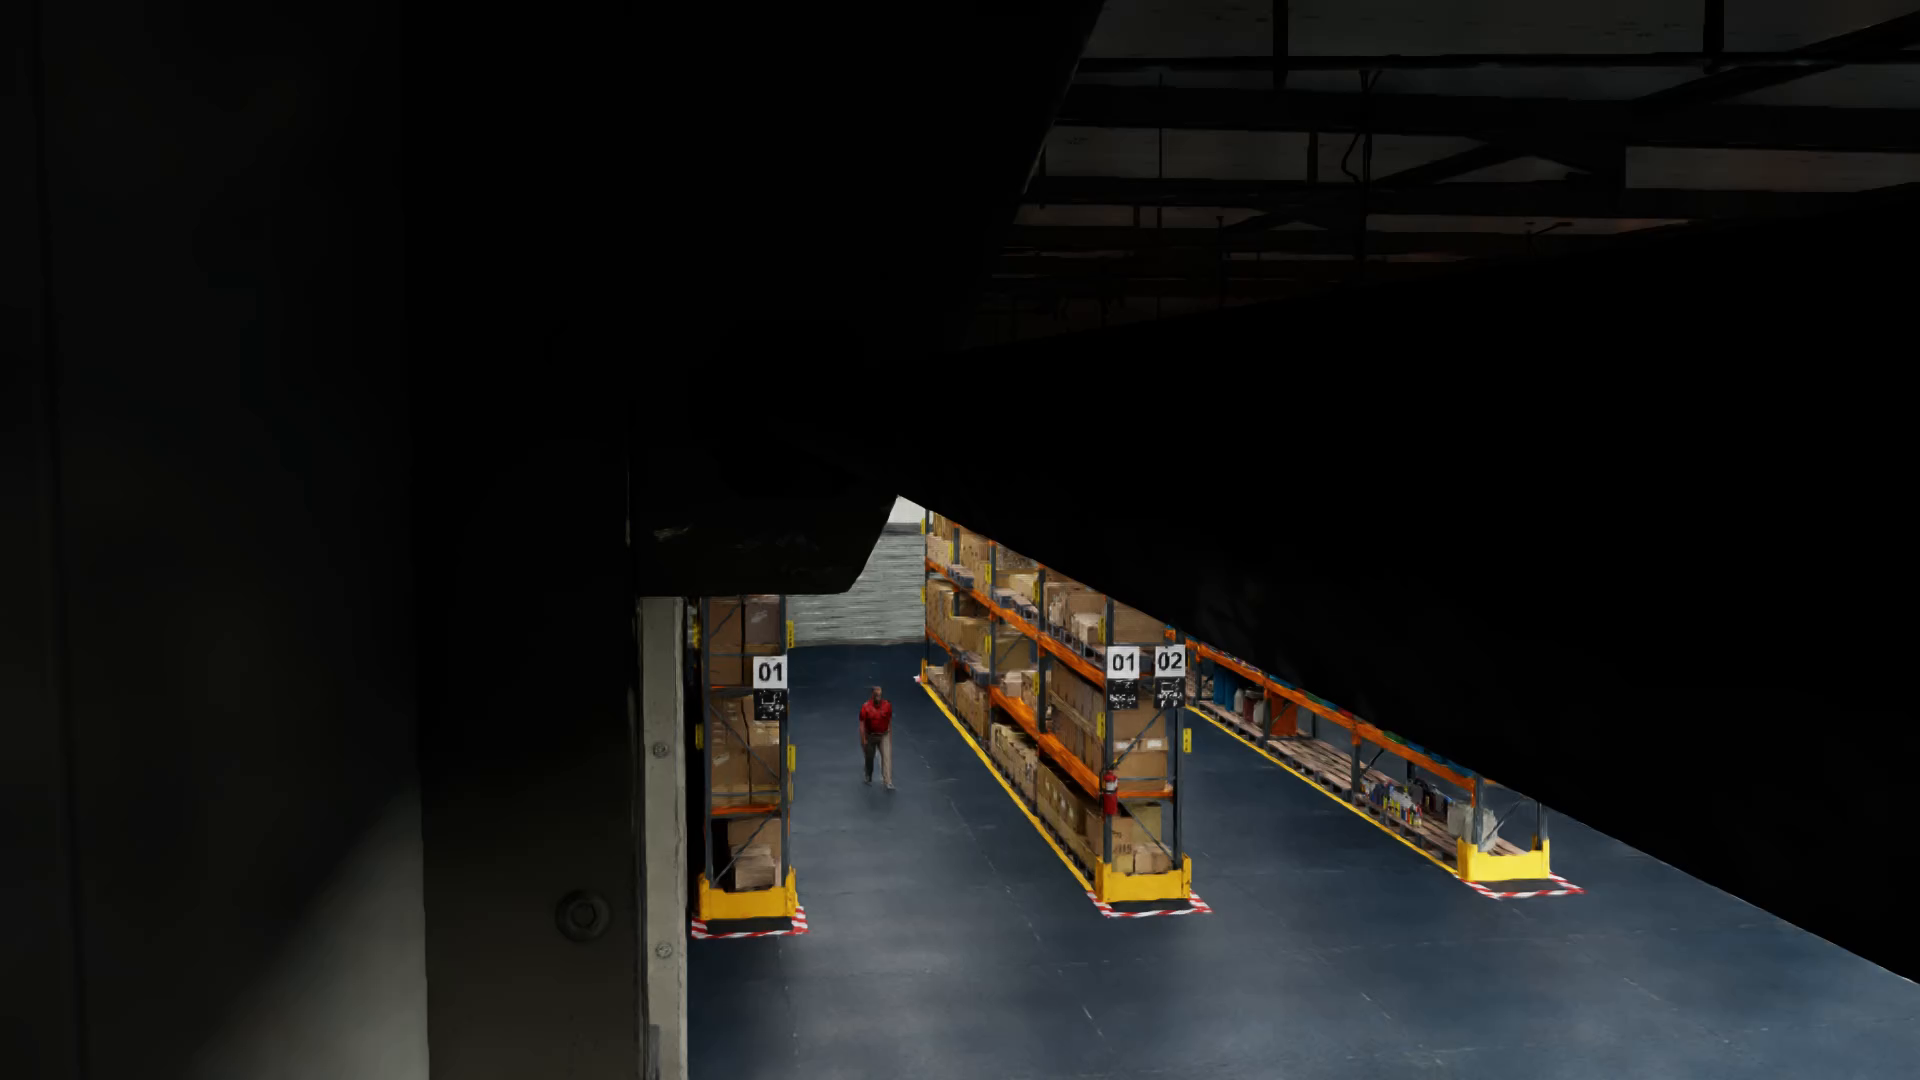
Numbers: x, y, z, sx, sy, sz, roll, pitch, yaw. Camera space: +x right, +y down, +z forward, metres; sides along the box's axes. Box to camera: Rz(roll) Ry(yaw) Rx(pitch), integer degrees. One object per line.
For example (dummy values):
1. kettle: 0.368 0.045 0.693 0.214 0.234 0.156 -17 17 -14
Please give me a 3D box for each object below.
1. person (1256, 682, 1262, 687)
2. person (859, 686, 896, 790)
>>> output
1. person: 6.082 2.367 35.292 0.571 1.708 1.033 -2 5 -18
2. person: -1.341 3.143 26.648 0.547 1.641 1.115 -1 5 -11
